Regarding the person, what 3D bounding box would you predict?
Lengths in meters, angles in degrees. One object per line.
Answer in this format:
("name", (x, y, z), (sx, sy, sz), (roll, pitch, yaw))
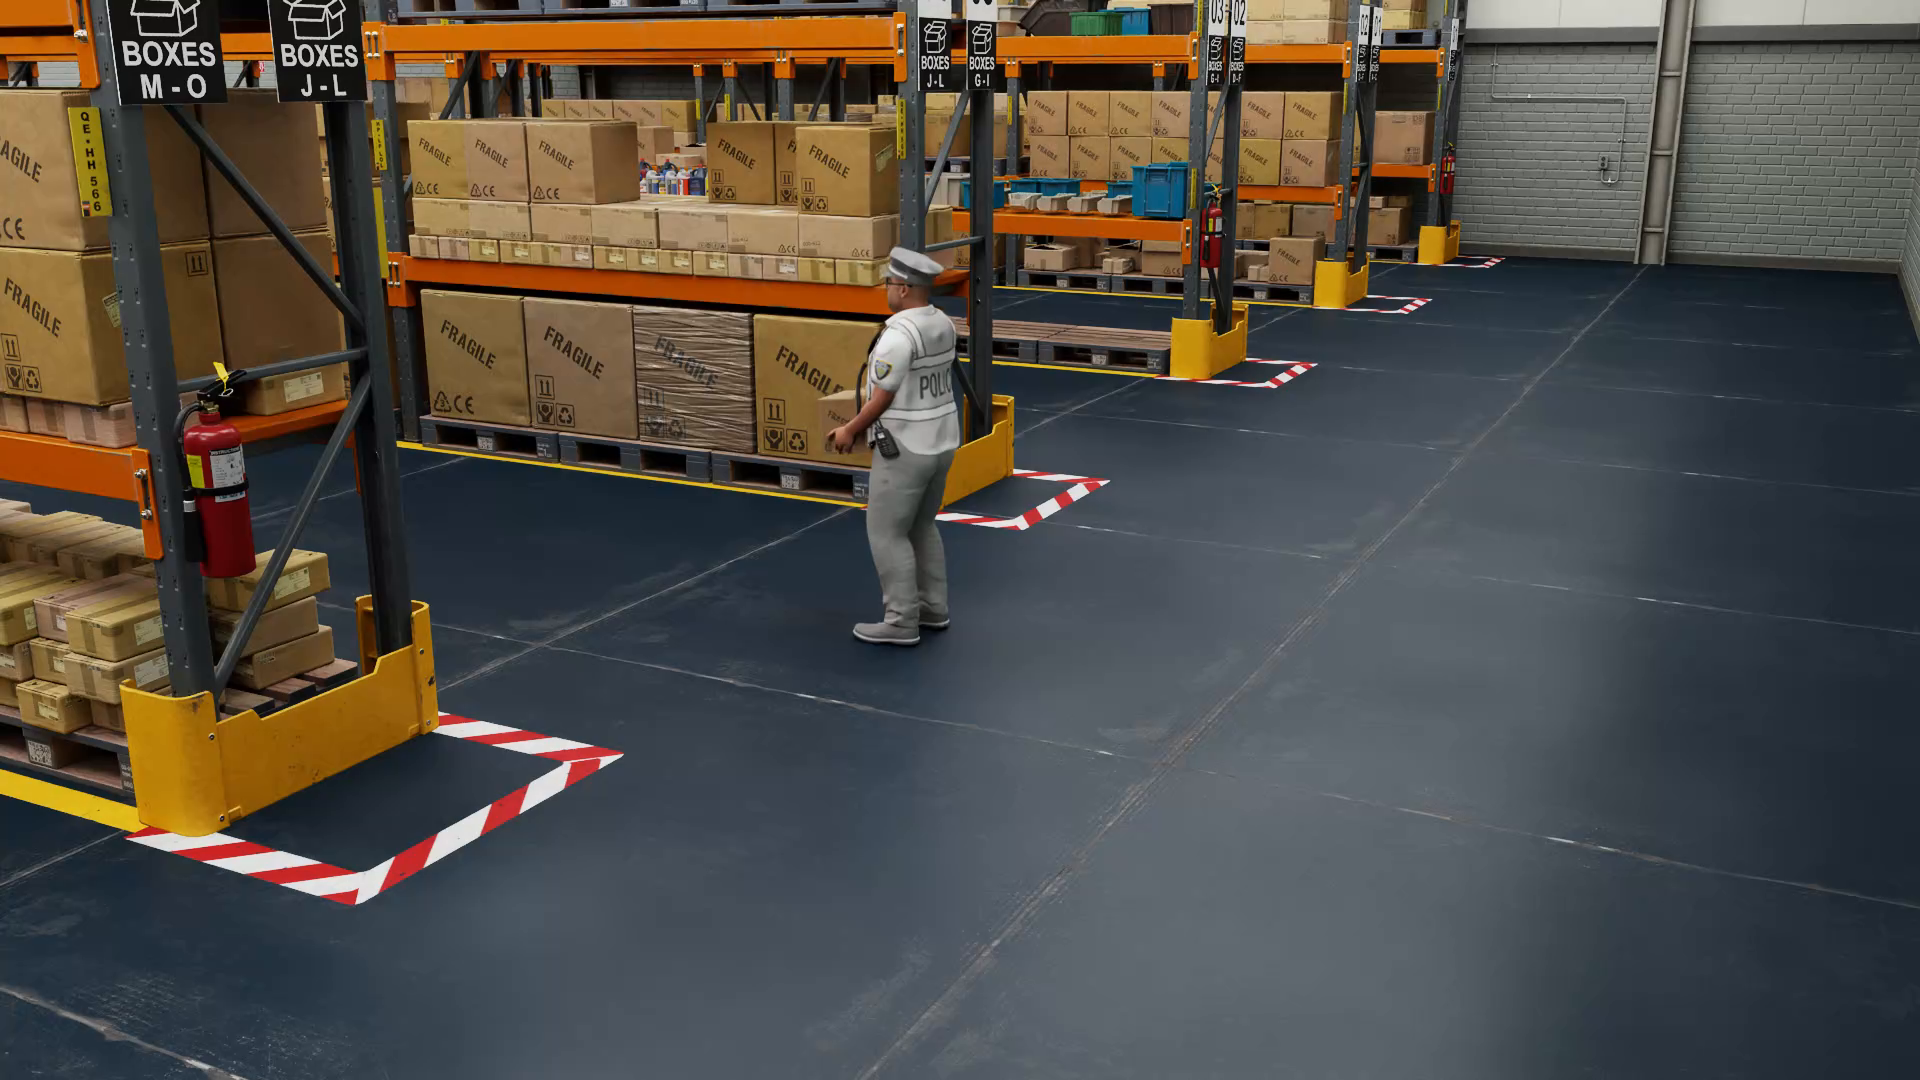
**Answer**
("person", (-0.296, -0.424, 7.484), (0.552, 1.769, 0.518), (8, 17, 25))
